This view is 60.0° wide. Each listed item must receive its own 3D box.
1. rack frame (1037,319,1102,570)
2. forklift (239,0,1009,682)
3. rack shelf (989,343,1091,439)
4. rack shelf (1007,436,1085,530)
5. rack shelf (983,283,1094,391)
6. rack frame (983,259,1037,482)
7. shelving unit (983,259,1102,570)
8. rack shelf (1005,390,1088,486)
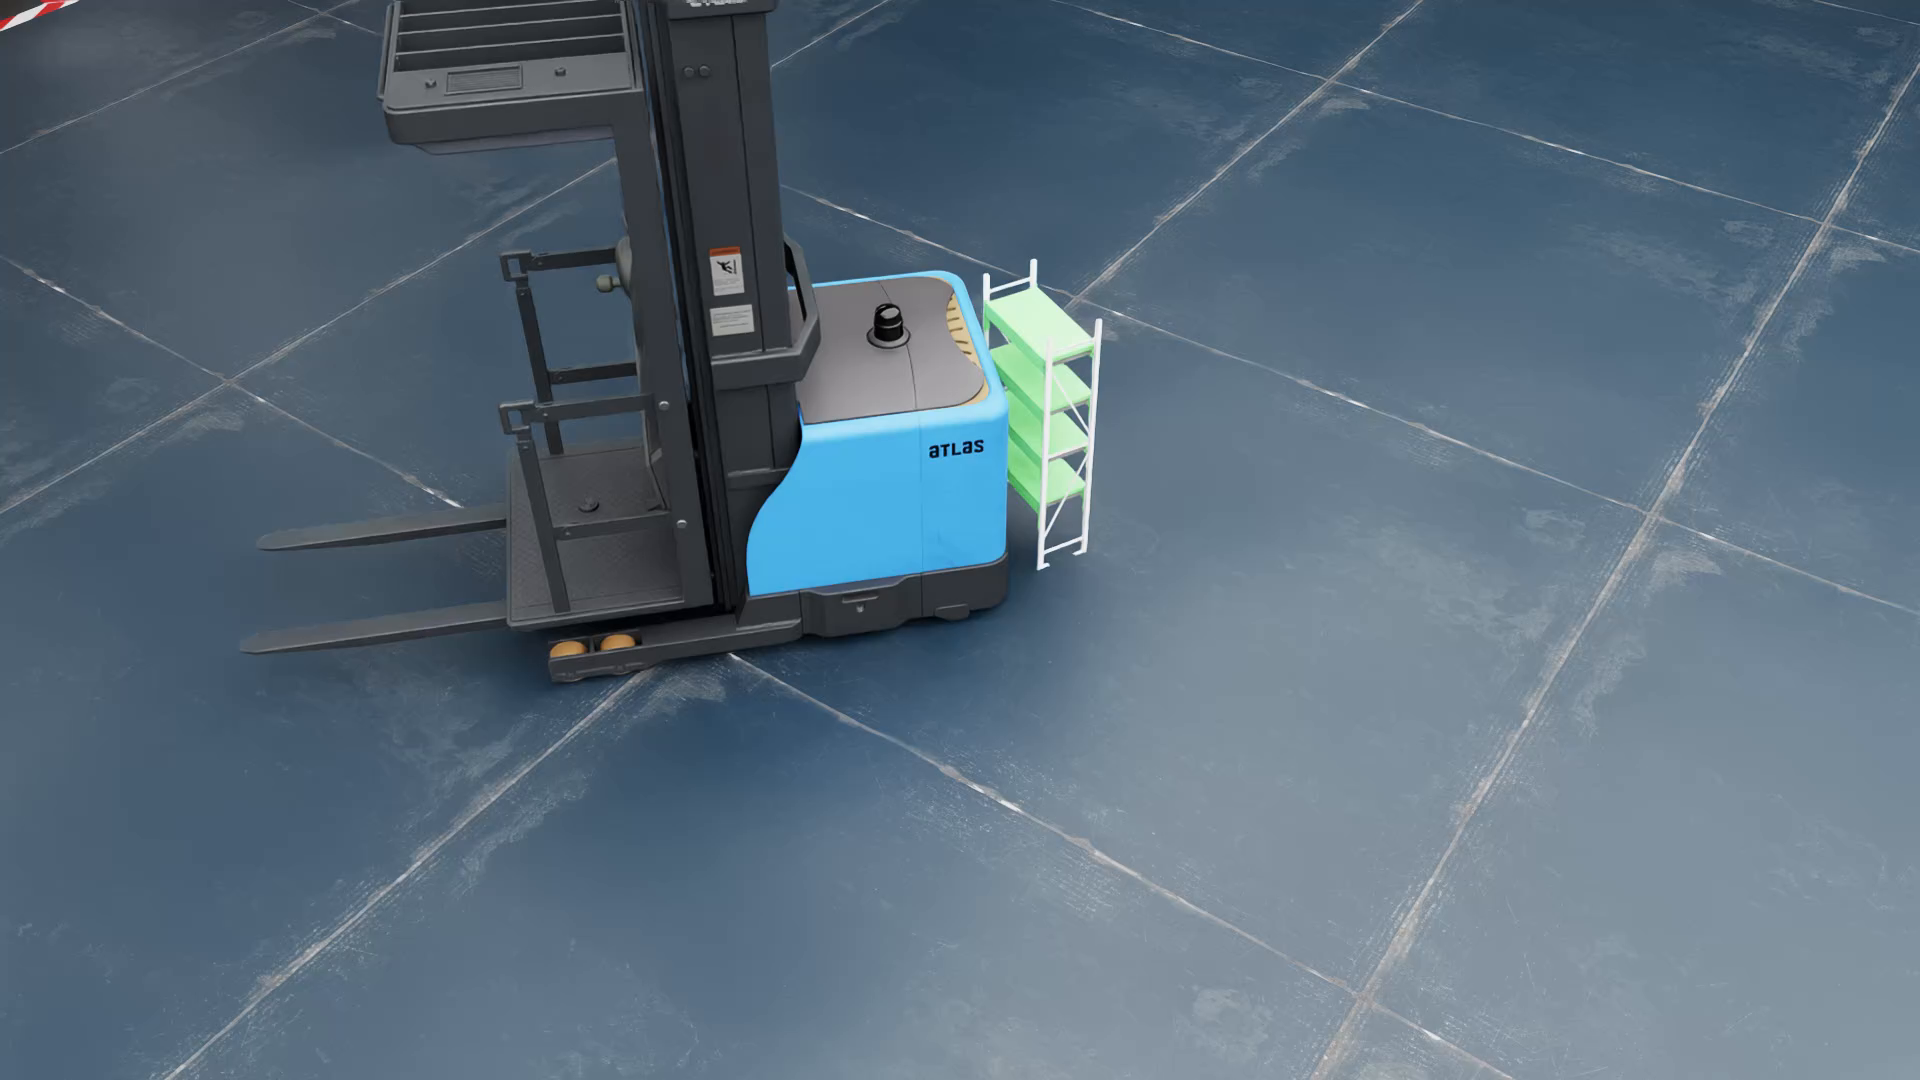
[{"bbox_3d":[0.438,-0.362,6.755,0.240,1.200,0.015,-20,46,-21],"label":"rack frame"},{"bbox_3d":[-1.371,-0.914,6.073,3.031,2.935,1.130,-8,42,-9],"label":"forklift"},{"bbox_3d":[0.320,-0.635,6.796,0.258,0.148,0.480,-20,46,-21],"label":"rack shelf"},{"bbox_3d":[0.320,-0.278,7.116,0.258,0.148,0.480,-20,46,-21],"label":"rack shelf"},{"bbox_3d":[0.320,-0.814,6.636,0.258,0.148,0.480,-20,46,-21],"label":"rack shelf"},{"bbox_3d":[0.202,-0.647,7.073,0.240,1.200,0.015,-20,46,-21],"label":"rack frame"},{"bbox_3d":[0.320,-0.504,6.914,0.258,1.200,0.503,-20,46,-21],"label":"shelving unit"},{"bbox_3d":[0.320,-0.457,6.956,0.258,0.148,0.480,-20,46,-21],"label":"rack shelf"}]
